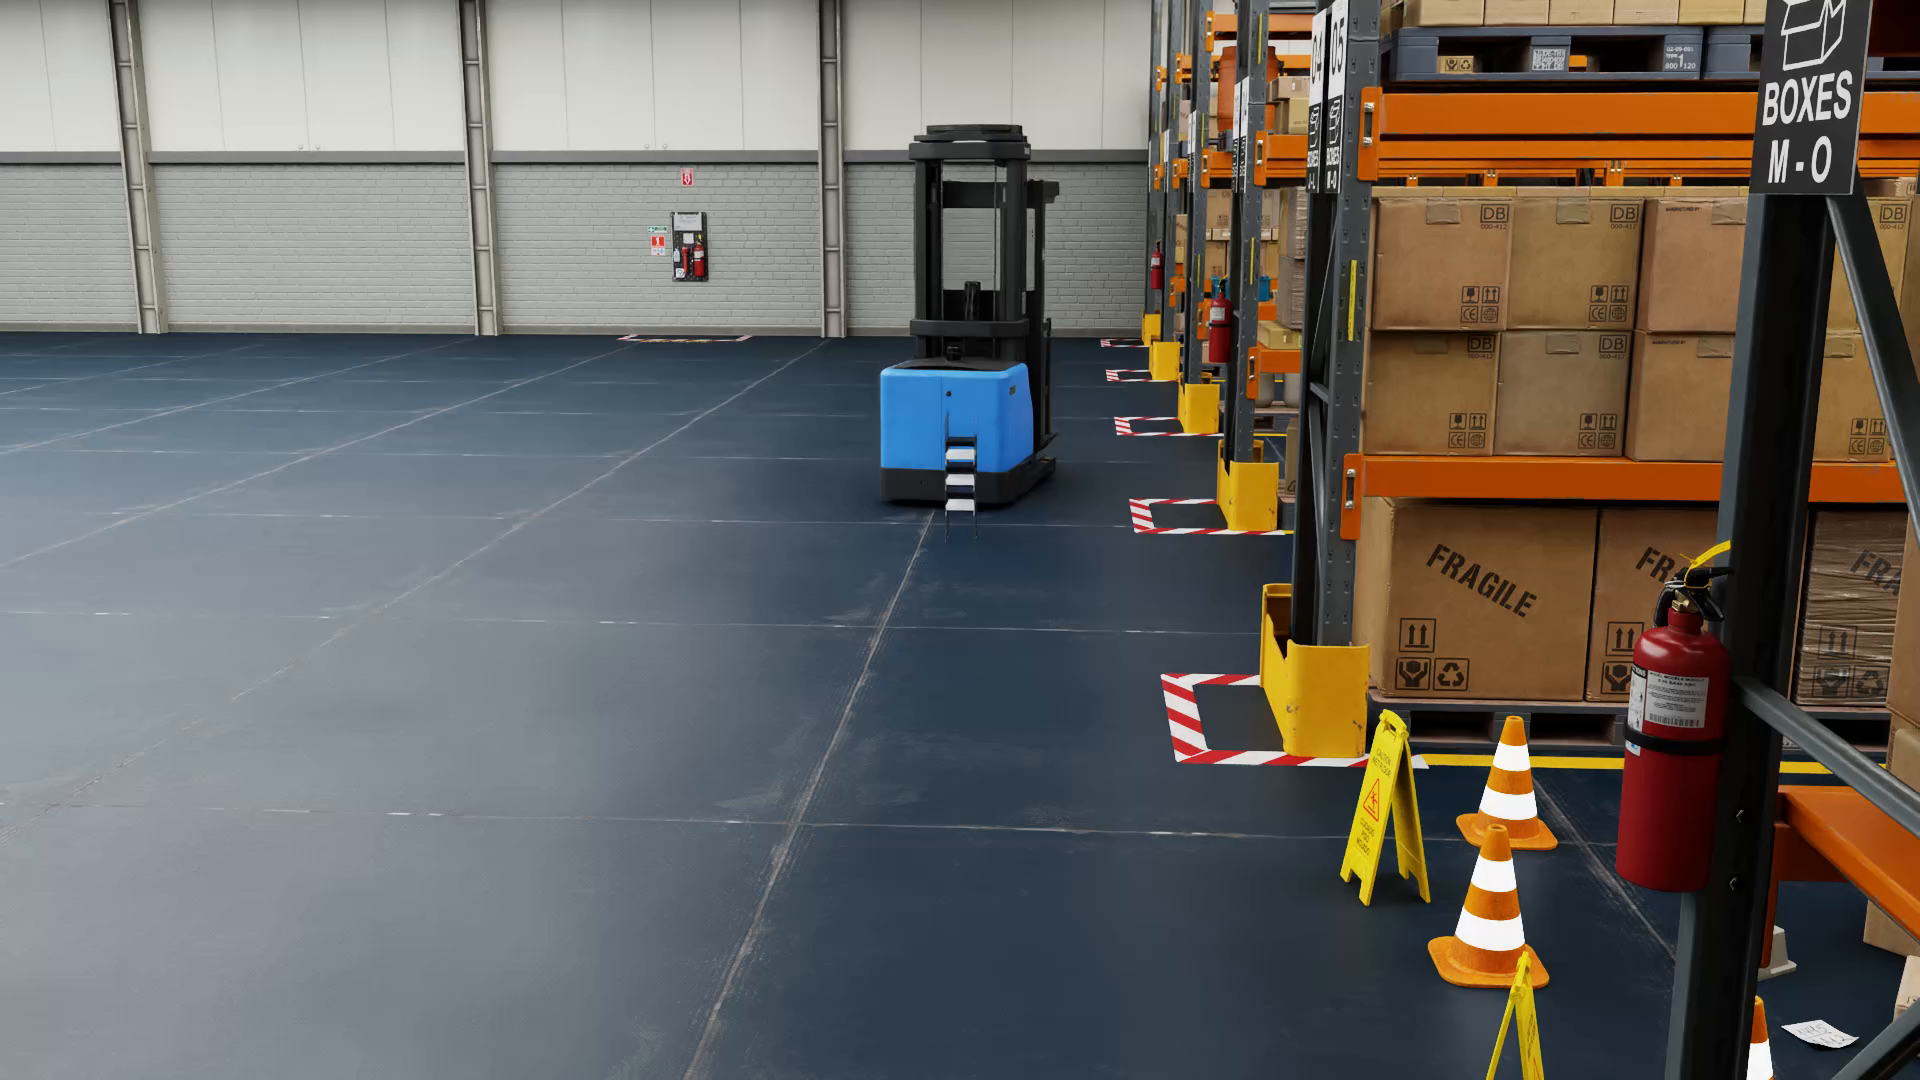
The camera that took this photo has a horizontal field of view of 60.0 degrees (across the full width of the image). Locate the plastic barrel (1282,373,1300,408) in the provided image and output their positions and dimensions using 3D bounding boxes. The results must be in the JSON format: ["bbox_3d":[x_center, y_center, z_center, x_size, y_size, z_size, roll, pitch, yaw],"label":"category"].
[{"bbox_3d":[3.586,-1.650,17.383,0.421,0.512,0.421,0,12,0],"label":"plastic barrel"}]

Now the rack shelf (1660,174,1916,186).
[{"bbox_3d":[13.063,-5.666,25.960,4.000,0.370,1.077,1,12,4],"label":"rack shelf"}]

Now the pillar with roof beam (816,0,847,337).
[{"bbox_3d":[-2.432,-6.993,23.220,0.400,9.000,9.100,1,12,4],"label":"pillar with roof beam"}]

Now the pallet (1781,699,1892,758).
[{"bbox_3d":[3.677,0.738,7.725,1.213,0.211,1.003,1,12,4],"label":"pallet"}]

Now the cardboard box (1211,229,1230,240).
[{"bbox_3d":[3.399,-3.989,21.682,0.250,0.149,0.380,0,12,2],"label":"cardboard box"}]

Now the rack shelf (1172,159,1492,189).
[{"bbox_3d":[4.754,-4.763,21.645,4.000,0.370,1.077,1,12,4],"label":"rack shelf"}]

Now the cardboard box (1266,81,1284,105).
[{"bbox_3d":[2.391,-3.301,12.289,0.250,0.149,0.380,1,12,4],"label":"cardboard box"}]

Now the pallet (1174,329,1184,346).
[{"bbox_3d":[3.970,-3.303,27.040,1.213,0.211,1.003,1,12,4],"label":"pallet"}]

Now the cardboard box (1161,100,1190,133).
[{"bbox_3d":[3.454,-6.648,26.163,0.500,0.500,0.500,0,12,0],"label":"cardboard box"}]

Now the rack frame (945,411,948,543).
[{"bbox_3d":[-0.093,-0.442,11.682,0.006,0.900,0.240,1,12,4],"label":"rack frame"}]

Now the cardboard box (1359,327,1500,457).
[{"bbox_3d":[2.034,-0.717,7.502,0.550,0.550,0.875,1,12,4],"label":"cardboard box"}]

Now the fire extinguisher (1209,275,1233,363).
[{"bbox_3d":[2.009,-1.709,12.800,0.183,0.674,0.296,1,12,4],"label":"fire extinguisher"}]

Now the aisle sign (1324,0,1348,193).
[{"bbox_3d":[1.570,-1.851,6.943,0.004,0.787,0.394,1,12,4],"label":"aisle sign"}]

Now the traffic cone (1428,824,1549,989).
[{"bbox_3d":[1.681,1.126,5.254,0.334,0.463,0.336,1,12,4],"label":"traffic cone"}]

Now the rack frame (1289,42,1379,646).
[{"bbox_3d":[1.660,-0.639,7.497,0.127,3.000,1.000,1,12,4],"label":"rack frame"}]

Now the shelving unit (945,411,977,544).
[{"bbox_3d":[0.008,-0.440,11.675,0.210,0.900,0.258,1,12,4],"label":"shelving unit"}]

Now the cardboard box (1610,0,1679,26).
[{"bbox_3d":[2.738,-2.158,6.778,0.250,0.149,0.380,1,12,4],"label":"cardboard box"}]

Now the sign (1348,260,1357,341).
[{"bbox_3d":[1.617,-0.988,6.859,0.005,0.325,0.100,1,12,4],"label":"sign"}]

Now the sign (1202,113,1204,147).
[{"bbox_3d":[2.383,-4.023,16.327,0.005,0.325,0.100,1,12,4],"label":"sign"}]

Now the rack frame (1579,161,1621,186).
[{"bbox_3d":[6.415,-2.608,16.910,0.127,3.000,1.000,1,12,4],"label":"rack frame"}]

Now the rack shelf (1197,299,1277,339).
[{"bbox_3d":[4.419,-2.283,17.115,4.000,0.370,1.077,1,12,4],"label":"rack shelf"}]

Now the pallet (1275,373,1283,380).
[{"bbox_3d":[4.738,-2.291,22.203,1.213,0.211,1.003,1,12,4],"label":"pallet"}]

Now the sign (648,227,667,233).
[{"bbox_3d":[-5.149,-5.281,28.308,0.331,0.109,0.001,1,12,4],"label":"sign"}]

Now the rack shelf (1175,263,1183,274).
[{"bbox_3d":[5.081,-4.307,26.790,4.000,0.370,1.077,1,12,4],"label":"rack shelf"}]

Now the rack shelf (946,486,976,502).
[{"bbox_3d":[0.008,-0.320,11.701,0.200,0.077,0.258,1,12,4],"label":"rack shelf"}]

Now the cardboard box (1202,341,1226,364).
[{"bbox_3d":[3.279,-2.482,21.996,0.500,0.250,0.500,1,12,4],"label":"cardboard box"}]

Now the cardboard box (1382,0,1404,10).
[{"bbox_3d":[2.167,-2.484,7.363,0.500,0.250,0.500,1,12,4],"label":"cardboard box"}]

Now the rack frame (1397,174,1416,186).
[{"bbox_3d":[7.077,-4.632,26.586,0.127,3.000,1.000,1,12,4],"label":"rack frame"}]

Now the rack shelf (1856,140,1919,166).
[{"bbox_3d":[8.079,-2.685,11.709,4.000,0.370,1.077,1,12,4],"label":"rack shelf"}]

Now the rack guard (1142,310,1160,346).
[{"bbox_3d":[3.162,-3.462,27.098,0.348,0.500,1.175,1,12,4],"label":"rack guard"}]

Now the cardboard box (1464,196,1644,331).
[{"bbox_3d":[2.583,-1.239,7.363,0.550,0.550,0.875,1,12,4],"label":"cardboard box"}]

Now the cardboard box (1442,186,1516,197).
[{"bbox_3d":[3.621,-2.257,11.819,0.500,0.500,0.500,1,12,4],"label":"cardboard box"}]

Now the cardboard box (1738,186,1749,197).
[{"bbox_3d":[5.616,-2.230,11.691,0.500,0.500,0.500,1,12,4],"label":"cardboard box"}]

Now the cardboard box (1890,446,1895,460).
[{"bbox_3d":[4.201,-0.695,7.397,0.550,0.550,0.875,1,12,4],"label":"cardboard box"}]

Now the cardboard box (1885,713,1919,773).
[{"bbox_3d":[4.034,0.826,6.591,0.500,0.500,0.500,3,12,14],"label":"cardboard box"}]

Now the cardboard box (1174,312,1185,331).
[{"bbox_3d":[3.770,-3.558,26.945,0.500,0.311,0.500,-1,12,-3],"label":"cardboard box"}]

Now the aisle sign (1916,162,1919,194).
[{"bbox_3d":[1.348,-0.836,2.092,0.004,0.787,0.394,1,12,4],"label":"aisle sign"}]

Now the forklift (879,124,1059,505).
[{"bbox_3d":[0.215,-1.968,14.016,1.130,2.935,3.031,3,12,13],"label":"forklift"}]

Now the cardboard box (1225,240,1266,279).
[{"bbox_3d":[3.748,-3.708,21.926,0.500,0.500,0.700,1,12,5],"label":"cardboard box"}]

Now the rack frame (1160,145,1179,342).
[{"bbox_3d":[2.758,-3.675,22.009,0.127,3.000,1.000,1,12,4],"label":"rack frame"}]

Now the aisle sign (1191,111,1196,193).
[{"bbox_3d":[2.332,-3.876,16.624,0.004,0.787,0.394,1,12,4],"label":"aisle sign"}]

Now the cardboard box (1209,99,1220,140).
[{"bbox_3d":[3.331,-5.459,21.593,0.637,0.503,0.797,2,12,8],"label":"cardboard box"}]

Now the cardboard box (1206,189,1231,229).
[{"bbox_3d":[3.276,-4.349,21.820,0.500,0.500,0.700,1,12,4],"label":"cardboard box"}]

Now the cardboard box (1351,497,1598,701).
[{"bbox_3d":[2.341,0.191,7.692,0.875,0.875,0.875,1,12,4],"label":"cardboard box"}]

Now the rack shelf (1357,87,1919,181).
[{"bbox_3d":[3.656,-1.728,7.133,4.000,0.370,1.077,1,12,4],"label":"rack shelf"}]

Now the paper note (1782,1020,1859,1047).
[{"bbox_3d":[2.507,1.433,4.843,0.142,0.019,0.148,-3,12,-16],"label":"paper note"}]
